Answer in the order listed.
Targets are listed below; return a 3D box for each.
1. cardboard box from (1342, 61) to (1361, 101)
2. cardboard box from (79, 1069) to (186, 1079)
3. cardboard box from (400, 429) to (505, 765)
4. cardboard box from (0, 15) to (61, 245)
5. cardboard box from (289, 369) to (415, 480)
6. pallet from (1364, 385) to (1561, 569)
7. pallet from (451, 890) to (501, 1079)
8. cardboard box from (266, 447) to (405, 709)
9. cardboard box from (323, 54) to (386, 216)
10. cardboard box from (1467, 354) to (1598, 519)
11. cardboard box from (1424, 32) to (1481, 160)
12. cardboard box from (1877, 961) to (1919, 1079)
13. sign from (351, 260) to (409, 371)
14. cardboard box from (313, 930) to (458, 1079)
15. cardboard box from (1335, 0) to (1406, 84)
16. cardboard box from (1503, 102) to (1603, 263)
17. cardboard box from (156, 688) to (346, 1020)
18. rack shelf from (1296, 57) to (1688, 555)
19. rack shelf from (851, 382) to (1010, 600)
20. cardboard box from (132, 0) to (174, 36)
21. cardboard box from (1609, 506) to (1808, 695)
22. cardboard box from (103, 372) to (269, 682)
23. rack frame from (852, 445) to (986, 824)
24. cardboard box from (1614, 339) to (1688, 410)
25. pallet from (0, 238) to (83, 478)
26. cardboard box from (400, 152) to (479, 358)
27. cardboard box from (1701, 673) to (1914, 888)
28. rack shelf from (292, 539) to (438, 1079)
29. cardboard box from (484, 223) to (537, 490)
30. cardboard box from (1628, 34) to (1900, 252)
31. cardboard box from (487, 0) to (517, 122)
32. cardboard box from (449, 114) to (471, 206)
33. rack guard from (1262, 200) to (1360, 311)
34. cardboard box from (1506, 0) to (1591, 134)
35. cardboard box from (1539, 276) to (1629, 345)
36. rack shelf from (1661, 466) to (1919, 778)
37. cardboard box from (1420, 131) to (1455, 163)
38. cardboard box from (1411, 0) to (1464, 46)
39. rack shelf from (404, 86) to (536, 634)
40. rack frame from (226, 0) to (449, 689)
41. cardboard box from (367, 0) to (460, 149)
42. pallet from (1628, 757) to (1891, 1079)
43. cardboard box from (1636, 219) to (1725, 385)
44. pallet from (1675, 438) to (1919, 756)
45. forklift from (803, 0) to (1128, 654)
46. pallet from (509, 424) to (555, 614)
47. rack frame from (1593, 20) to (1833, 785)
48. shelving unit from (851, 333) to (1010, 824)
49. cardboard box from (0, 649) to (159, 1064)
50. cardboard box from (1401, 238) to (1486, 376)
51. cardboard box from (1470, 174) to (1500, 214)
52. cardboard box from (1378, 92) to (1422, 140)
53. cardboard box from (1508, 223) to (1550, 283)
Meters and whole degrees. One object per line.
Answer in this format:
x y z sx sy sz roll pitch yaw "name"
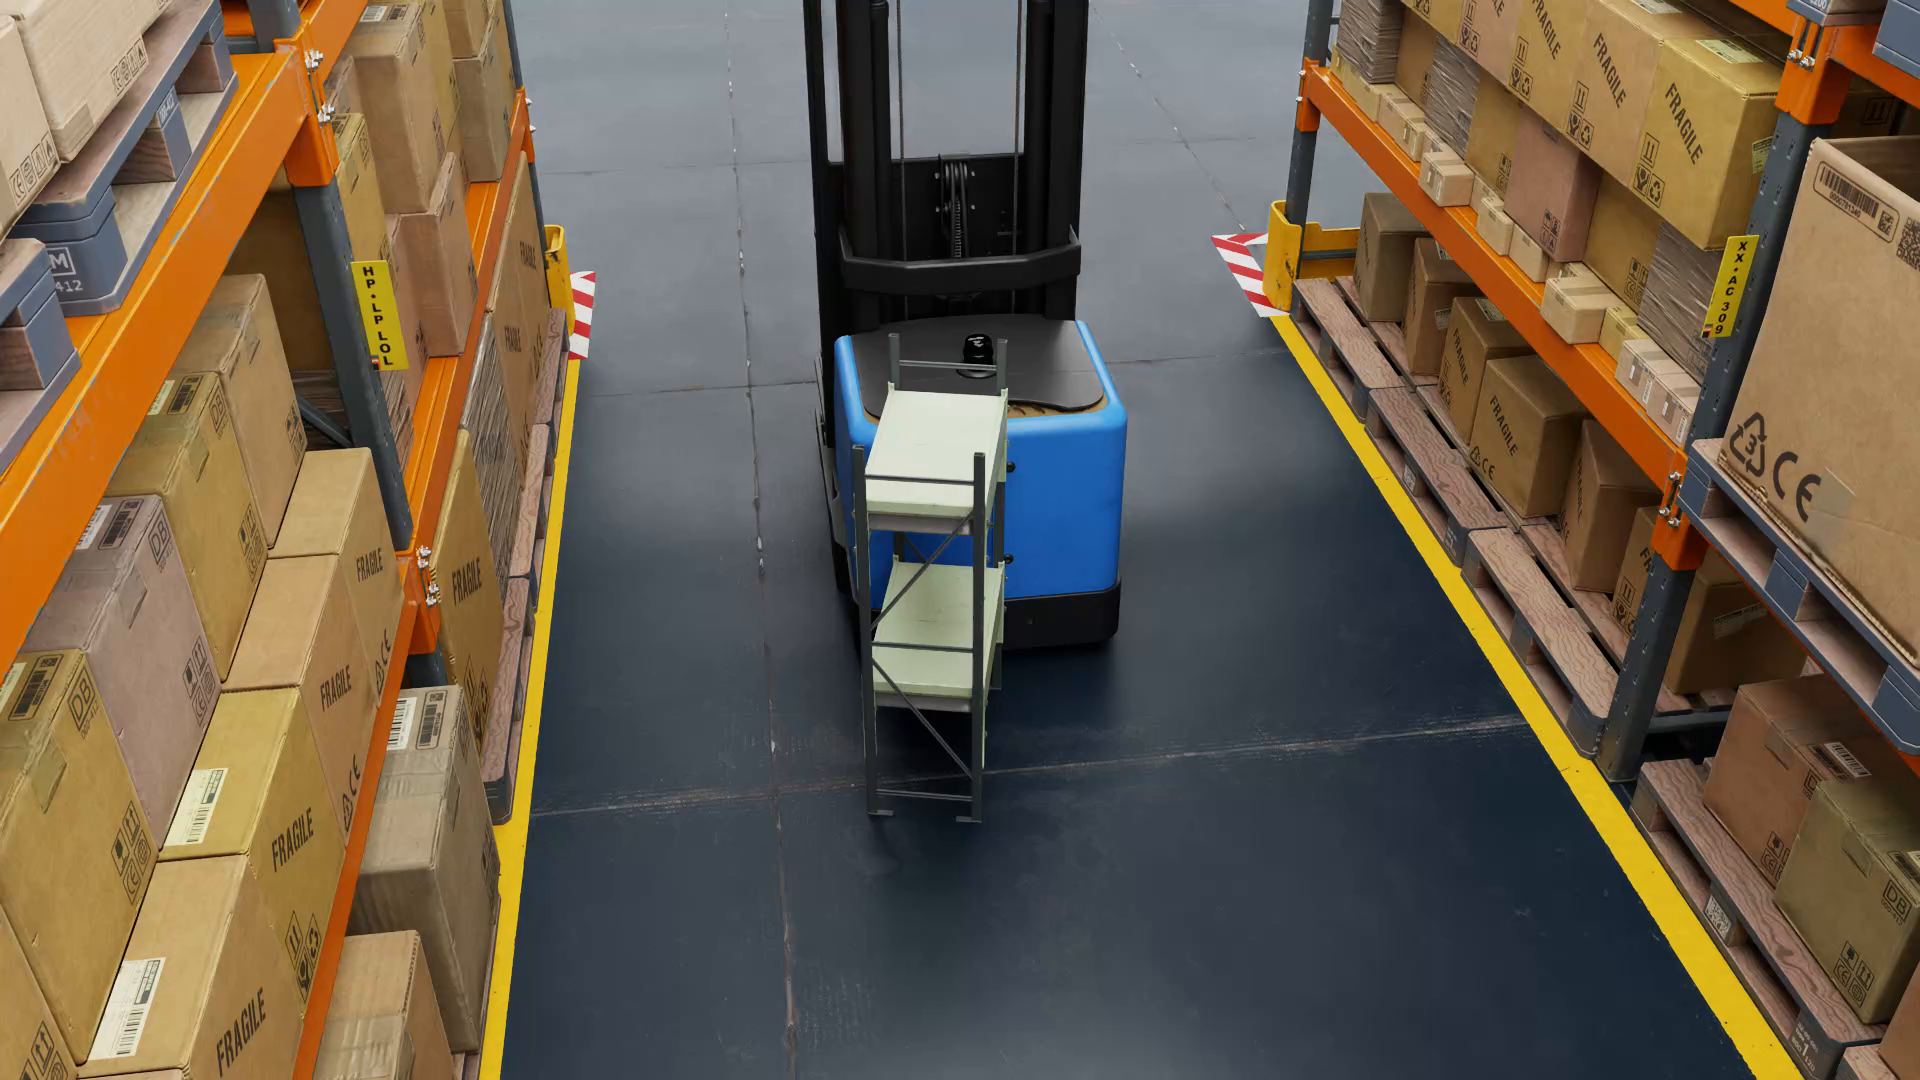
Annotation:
2.092 -2.244 8.102 0.380 0.149 0.250 -4 35 -6 "cardboard box"
-1.509 1.240 2.678 0.500 0.500 0.500 -4 35 -6 "cardboard box"
-2.130 0.234 5.757 0.875 0.875 0.875 -4 34 -6 "cardboard box"
-1.661 -0.571 2.377 0.500 0.311 0.500 -6 35 -8 "cardboard box"
-2.177 -0.381 5.013 0.875 0.550 0.550 -4 35 -6 "cardboard box"
2.521 -0.336 7.555 1.003 0.211 1.213 -4 35 -6 "pallet"
-1.937 1.463 4.916 1.003 0.211 1.213 -4 35 -6 "pallet"
-1.780 0.115 4.329 0.500 0.500 0.500 -5 35 -7 "cardboard box"
-2.320 -1.129 5.151 0.875 0.550 0.550 -4 35 -6 "cardboard box"
2.553 -0.460 7.108 0.500 0.500 0.500 -7 35 -11 "cardboard box"
2.533 -1.969 7.123 0.875 0.500 0.500 -4 35 -6 "cardboard box"
2.996 1.341 4.447 0.700 0.500 0.500 -7 35 -10 "cardboard box"
-1.579 -0.607 4.519 0.100 0.325 0.005 -4 35 -6 "sign"
-1.817 1.520 3.981 1.050 0.750 0.750 -4 35 -6 "cardboard box"
2.322 -2.521 7.933 0.875 0.500 0.500 -4 35 -6 "cardboard box"
2.615 -1.407 6.298 0.875 0.500 0.500 -4 35 -6 "cardboard box"
-1.644 0.679 3.501 0.500 0.500 0.500 -4 34 -6 "cardboard box"
2.544 -1.253 7.063 1.077 0.370 4.000 -4 35 -6 "rack shelf"
-0.082 -0.176 5.483 0.431 0.370 0.720 4 34 5 "rack shelf"
-1.862 -1.125 3.245 0.500 0.250 0.500 -4 34 -6 "cardboard box"
2.799 0.199 6.141 0.500 0.500 0.500 -5 35 -8 "cardboard box"
-1.971 -0.005 3.618 0.700 0.500 0.500 -5 35 -7 "cardboard box"
-0.123 0.351 5.403 0.400 1.500 0.023 4 34 5 "rack frame"
2.469 -0.568 5.643 0.380 0.149 0.250 -4 35 -6 "cardboard box"
-1.870 -0.023 2.124 1.003 0.211 1.213 -3 34 -4 "pallet"
-2.229 -0.997 5.916 0.875 0.550 0.550 -4 35 -6 "cardboard box"
2.875 0.762 5.298 0.700 0.500 0.500 -7 35 -10 "cardboard box"
-1.846 1.299 3.319 1.077 0.370 4.000 -4 35 -6 "rack shelf"
-2.376 -0.778 7.242 0.875 0.875 0.875 -5 35 -7 "cardboard box"
2.480 -1.241 5.167 0.500 0.500 0.500 -4 35 -6 "cardboard box"
-2.558 -2.205 7.689 0.875 0.550 0.550 -4 35 -6 "cardboard box"
-2.512 -1.578 6.768 0.875 0.550 0.550 -4 35 -6 "cardboard box"
2.286 -1.591 9.140 1.175 0.500 0.348 -4 35 -6 "rack guard"
2.345 -1.799 5.986 0.500 0.500 0.500 -4 35 -6 "cardboard box"
2.351 -0.843 6.046 0.380 0.149 0.250 -4 35 -6 "cardboard box"
3.082 0.980 3.788 1.077 0.370 4.000 -4 35 -6 "rack shelf"
2.252 -1.688 7.286 0.380 0.149 0.250 -4 35 -6 "cardboard box"
2.208 -2.357 6.805 0.500 0.500 0.500 -4 35 -6 "cardboard box"
-2.384 -0.933 6.595 1.077 0.370 4.000 -4 35 -6 "rack shelf"
-2.115 -0.115 4.754 1.000 3.000 0.127 -4 35 -6 "rack frame"
-2.335 -1.736 6.042 0.875 0.550 0.500 -4 35 -6 "cardboard box"
2.920 1.153 5.371 1.003 0.211 1.213 -4 35 -6 "pallet"
2.814 -0.854 5.486 0.875 0.500 0.500 -4 35 -6 "cardboard box"
2.772 0.083 4.635 1.003 0.211 1.213 -4 35 -6 "pallet"
-0.087 -1.562 6.940 1.130 2.935 3.031 -5 35 -7 "forklift"
-2.307 -0.075 7.172 1.003 0.211 1.213 -4 35 -6 "pallet"
2.813 -0.434 5.223 1.000 3.000 0.127 -4 35 -6 "rack frame"
-0.082 0.147 5.703 0.431 1.500 0.755 4 34 5 "shelving unit"
-1.837 0.558 2.790 0.700 0.500 0.500 -5 35 -7 "cardboard box"
2.457 -1.126 8.085 0.500 0.500 0.500 4 35 6 "cardboard box"
2.348 -1.411 6.880 0.380 0.149 0.250 -4 35 -6 "cardboard box"
2.165 -1.965 7.694 0.380 0.149 0.250 -4 35 -6 "cardboard box"
2.374 -1.129 6.466 0.380 0.149 0.250 -4 35 -6 "cardboard box"
